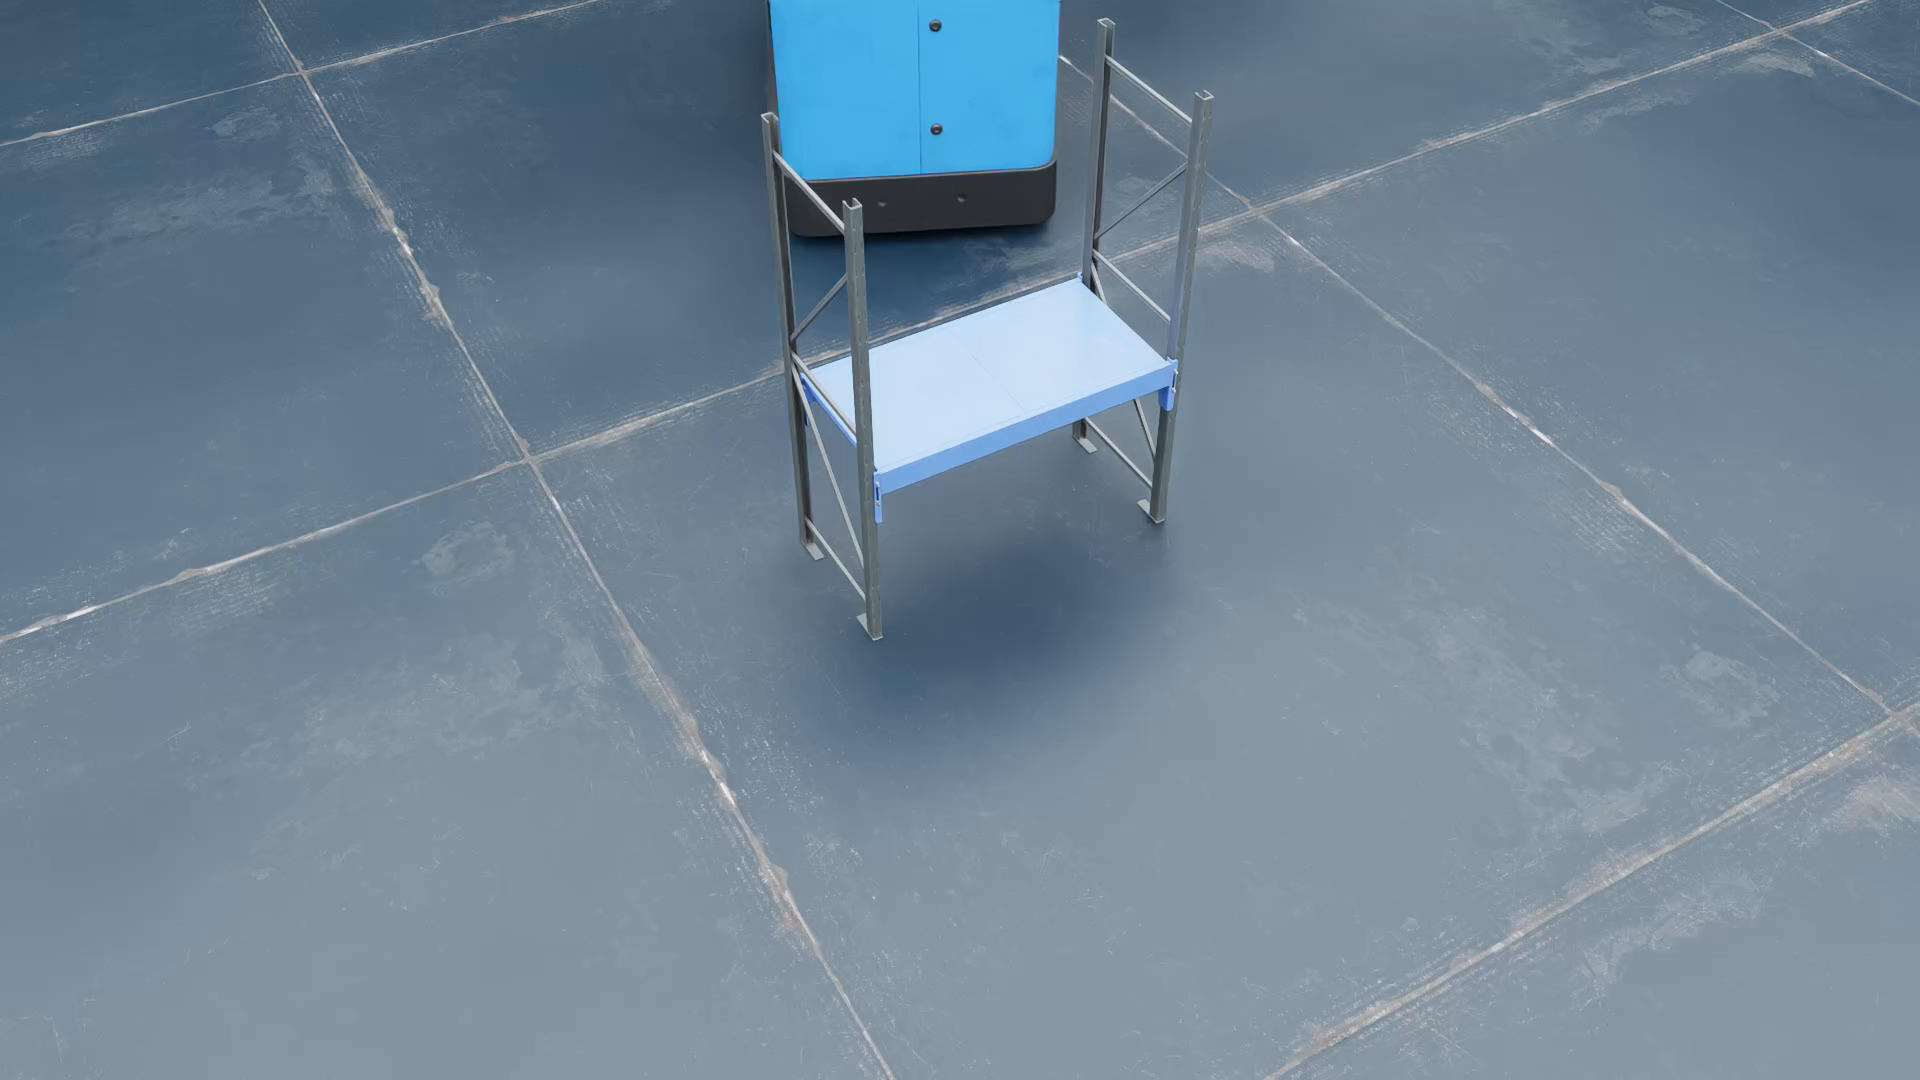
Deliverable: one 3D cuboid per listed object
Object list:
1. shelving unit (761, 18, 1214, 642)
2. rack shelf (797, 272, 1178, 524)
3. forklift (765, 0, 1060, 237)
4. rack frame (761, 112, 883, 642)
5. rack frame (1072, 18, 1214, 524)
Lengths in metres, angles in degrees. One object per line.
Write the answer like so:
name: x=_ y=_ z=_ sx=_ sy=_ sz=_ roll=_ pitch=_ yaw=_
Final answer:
shelving unit: x=0.074 y=-0.568 z=4.758 sx=1.048 sy=1.500 sz=0.538 roll=-22 pitch=48 yaw=-21
rack shelf: x=0.074 y=-0.439 z=4.883 sx=1.000 sy=0.185 sz=0.538 roll=-22 pitch=48 yaw=-21
forklift: x=-0.298 y=-3.234 z=6.478 sx=1.130 sy=2.935 sz=3.031 roll=-4 pitch=44 yaw=-4
rack frame: x=-0.367 y=-0.391 z=4.576 sx=0.032 sy=1.500 sz=0.500 roll=-22 pitch=48 yaw=-21
rack frame: x=0.515 y=-0.744 z=4.940 sx=0.032 sy=1.500 sz=0.500 roll=-22 pitch=48 yaw=-21
